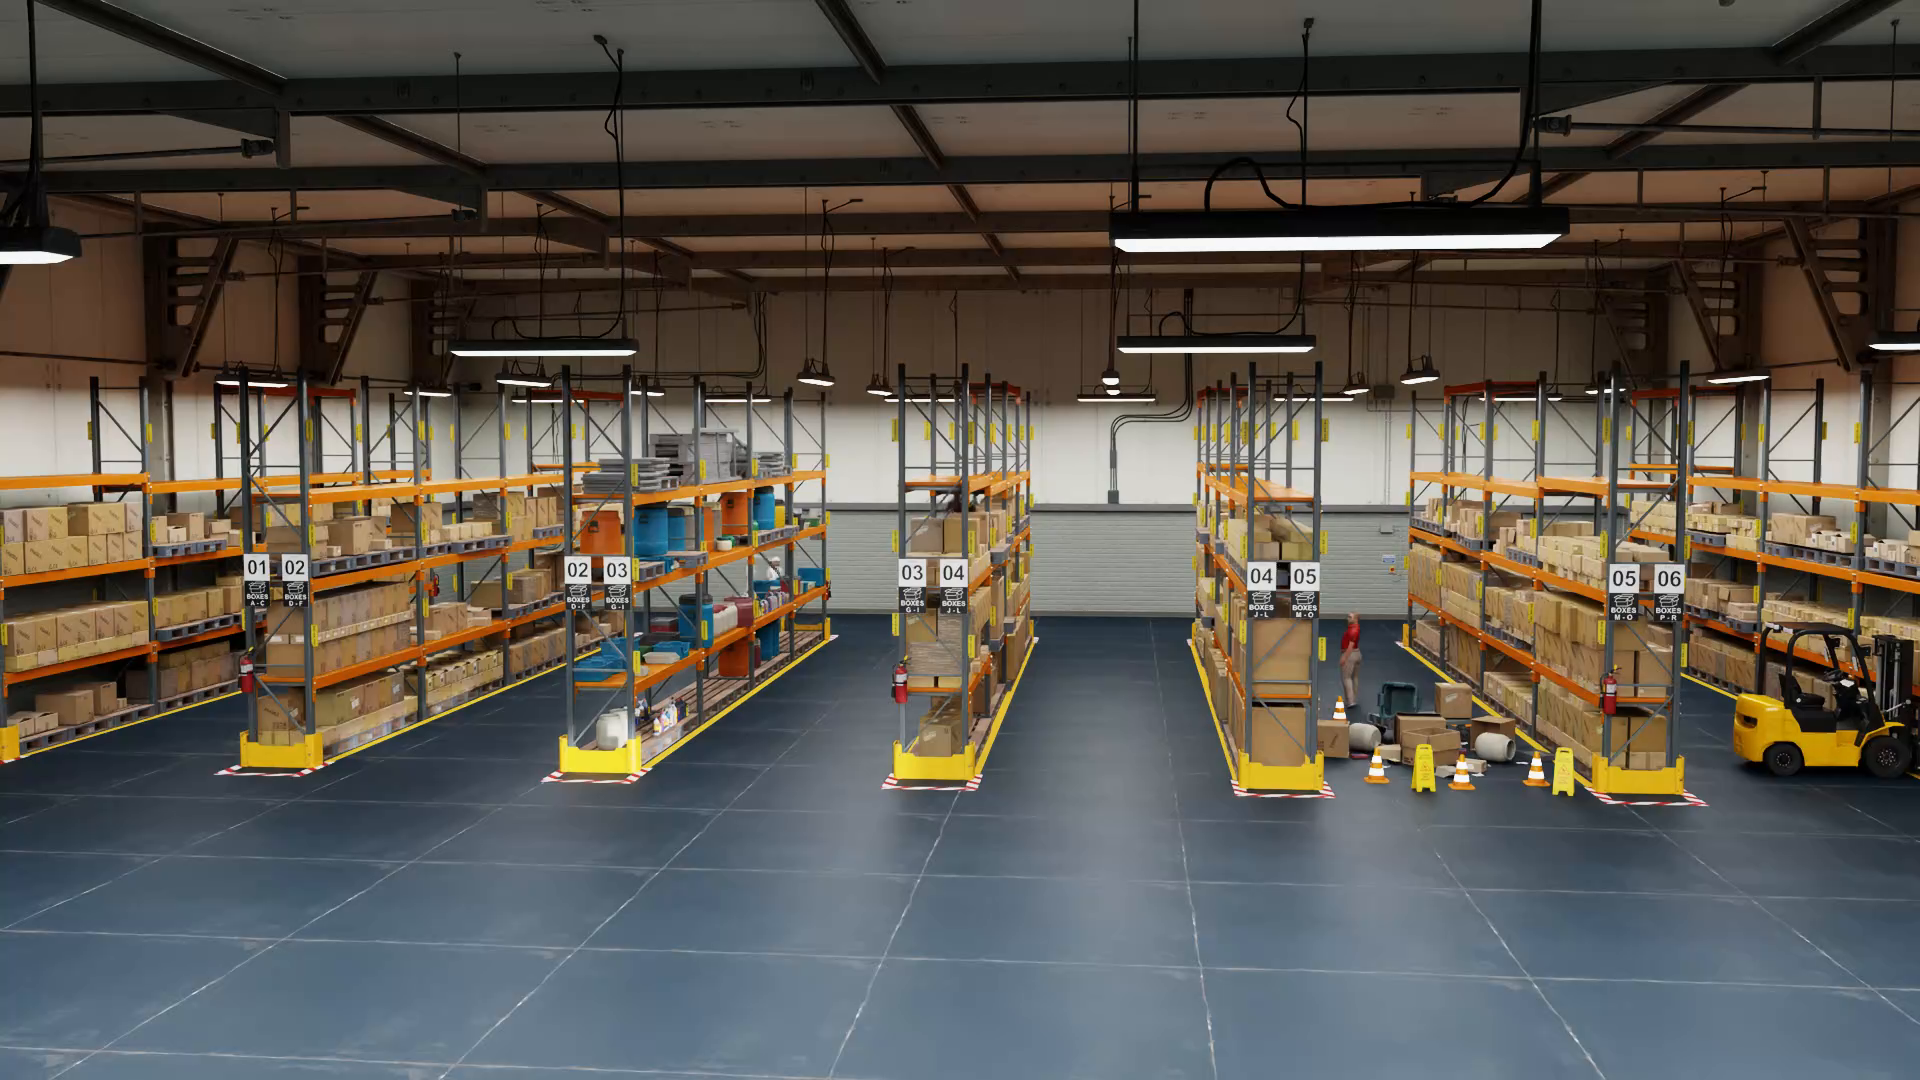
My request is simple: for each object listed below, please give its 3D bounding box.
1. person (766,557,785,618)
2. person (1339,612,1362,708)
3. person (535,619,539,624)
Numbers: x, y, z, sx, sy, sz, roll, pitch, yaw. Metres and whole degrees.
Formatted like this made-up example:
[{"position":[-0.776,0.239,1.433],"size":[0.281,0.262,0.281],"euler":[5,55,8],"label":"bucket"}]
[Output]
[{"position":[-4.903,1.312,44.090],"size":[0.991,1.743,0.667],"euler":[2,4,29],"label":"person"},{"position":[7.162,2.202,30.590],"size":[0.451,1.763,0.613],"euler":[3,5,40],"label":"person"},{"position":[-10.820,1.468,42.224],"size":[0.472,1.660,0.497],"euler":[1,4,10],"label":"person"}]
